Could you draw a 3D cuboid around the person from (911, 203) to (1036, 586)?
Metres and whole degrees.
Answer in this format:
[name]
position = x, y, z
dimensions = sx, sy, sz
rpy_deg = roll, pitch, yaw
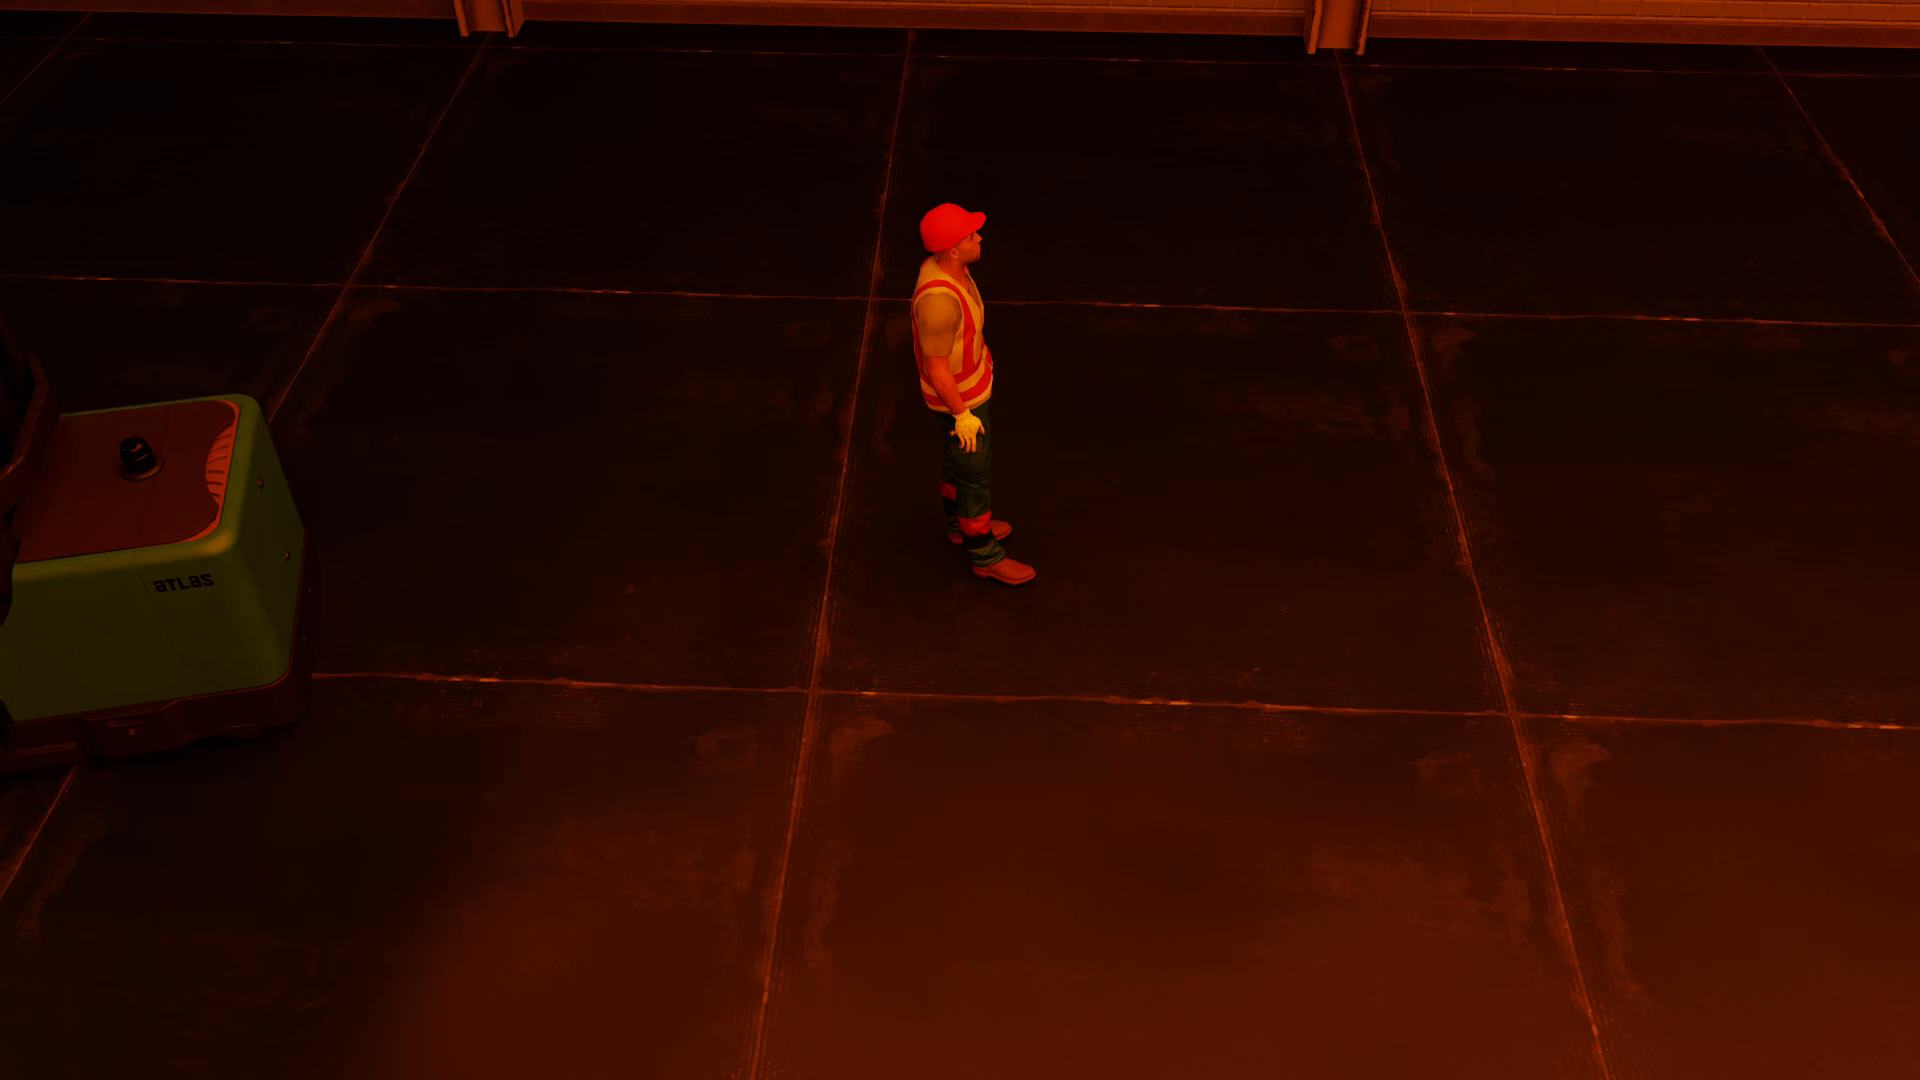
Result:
[person]
position = 0.079, -0.655, 7.296
dimensions = 0.564, 1.787, 0.637
rpy_deg = 2, 42, 2

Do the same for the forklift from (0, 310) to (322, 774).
[forklift]
position = -4.335, -0.399, 6.180
dimensions = 3.031, 2.935, 1.130
rpy_deg = -8, 43, -9
